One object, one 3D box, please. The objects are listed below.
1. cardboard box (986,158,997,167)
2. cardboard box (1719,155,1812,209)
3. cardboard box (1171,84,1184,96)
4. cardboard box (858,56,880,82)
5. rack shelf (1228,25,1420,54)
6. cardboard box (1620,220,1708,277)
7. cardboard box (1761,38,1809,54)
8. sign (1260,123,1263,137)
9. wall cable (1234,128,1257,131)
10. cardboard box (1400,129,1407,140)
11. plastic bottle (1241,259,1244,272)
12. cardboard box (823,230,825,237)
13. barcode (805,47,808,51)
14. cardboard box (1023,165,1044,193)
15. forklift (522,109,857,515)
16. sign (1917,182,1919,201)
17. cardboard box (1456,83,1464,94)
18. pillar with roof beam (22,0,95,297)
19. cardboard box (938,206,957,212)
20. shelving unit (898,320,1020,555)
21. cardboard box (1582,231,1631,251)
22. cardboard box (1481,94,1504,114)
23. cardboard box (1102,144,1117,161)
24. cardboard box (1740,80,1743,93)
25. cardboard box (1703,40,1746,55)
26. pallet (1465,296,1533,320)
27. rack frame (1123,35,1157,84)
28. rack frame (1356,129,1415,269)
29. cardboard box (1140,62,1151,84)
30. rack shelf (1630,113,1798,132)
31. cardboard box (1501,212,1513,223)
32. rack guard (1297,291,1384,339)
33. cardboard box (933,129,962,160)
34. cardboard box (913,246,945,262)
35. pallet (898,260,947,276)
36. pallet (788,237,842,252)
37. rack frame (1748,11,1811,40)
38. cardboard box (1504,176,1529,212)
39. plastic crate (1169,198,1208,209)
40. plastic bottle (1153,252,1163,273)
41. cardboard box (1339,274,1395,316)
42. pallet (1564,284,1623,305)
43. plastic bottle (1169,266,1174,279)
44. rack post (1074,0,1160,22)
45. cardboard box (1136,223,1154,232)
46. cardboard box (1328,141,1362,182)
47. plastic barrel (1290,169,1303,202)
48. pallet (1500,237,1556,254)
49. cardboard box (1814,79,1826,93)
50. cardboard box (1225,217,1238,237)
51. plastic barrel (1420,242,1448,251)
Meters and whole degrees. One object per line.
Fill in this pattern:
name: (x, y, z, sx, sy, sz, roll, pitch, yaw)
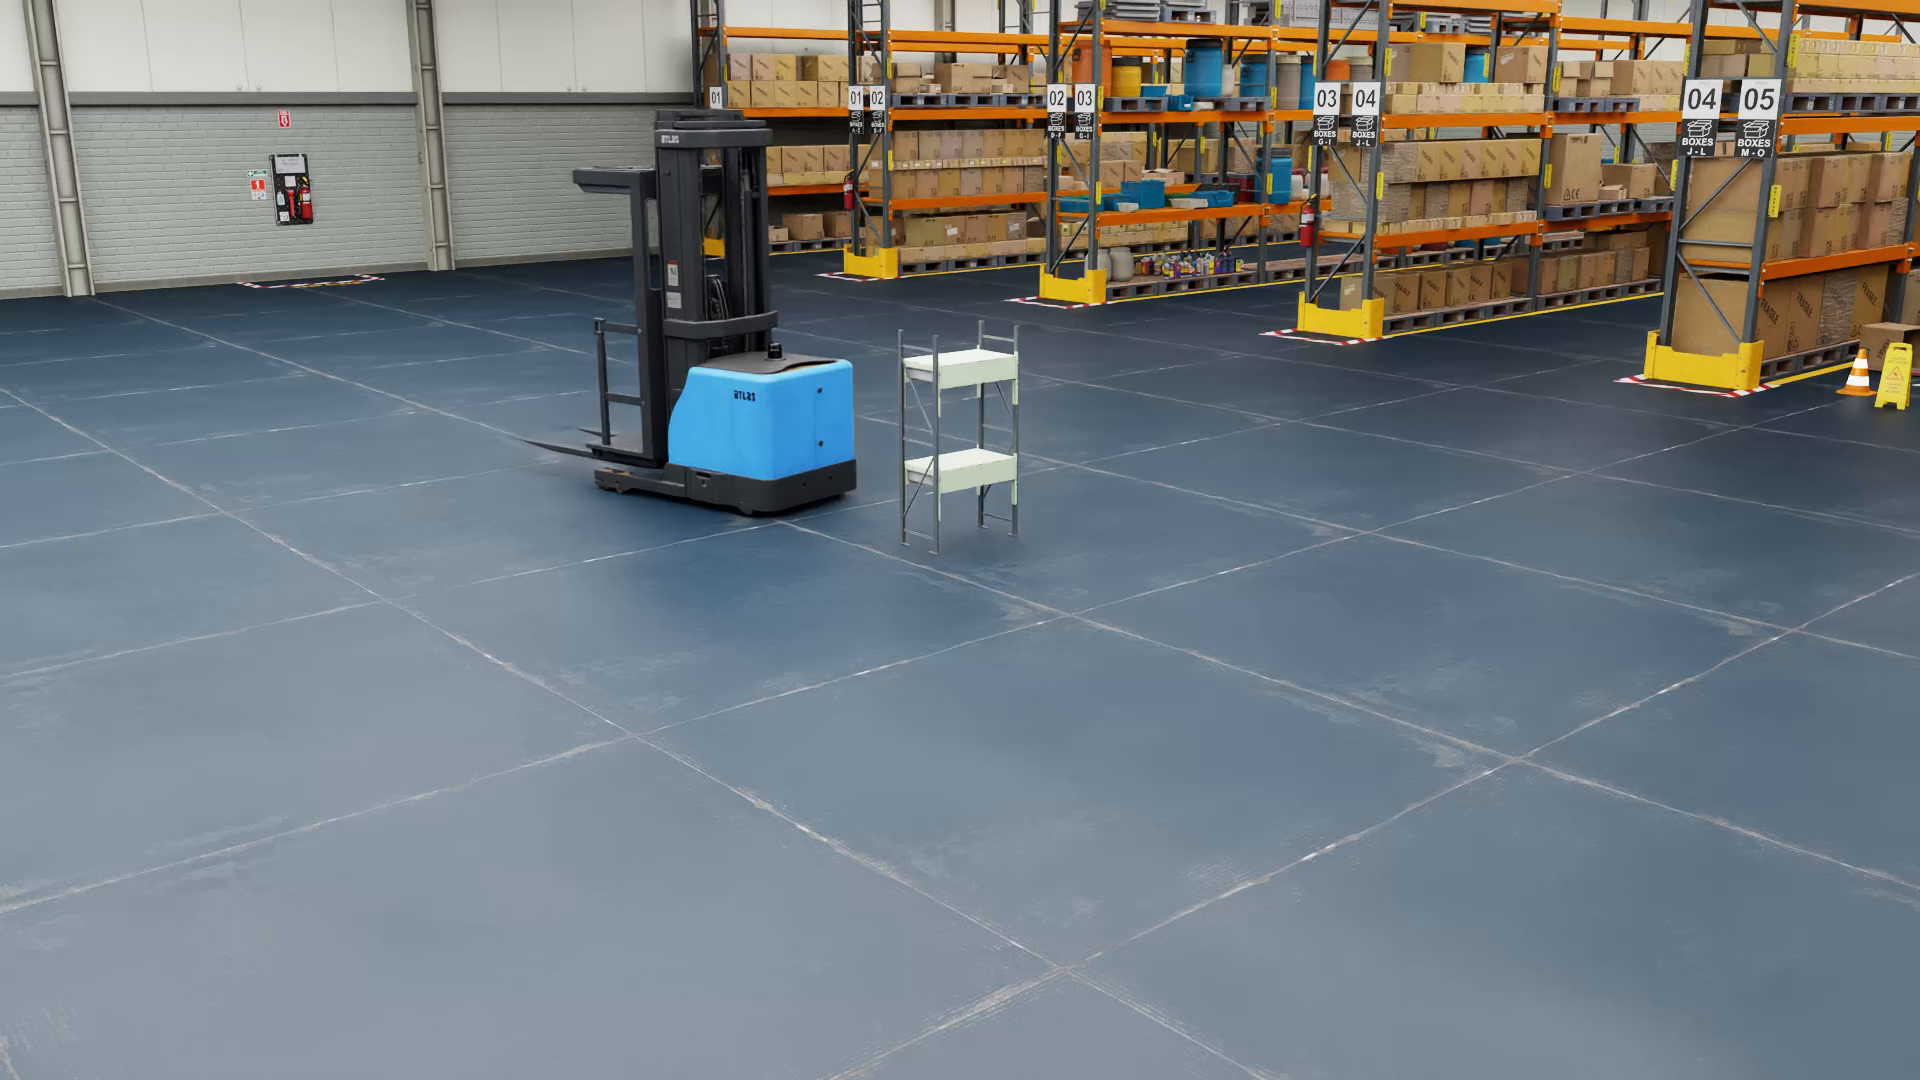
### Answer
cardboard box: (0.447, -6.835, 30.074, 0.250, 0.149, 0.380, -12, 19, -38)
cardboard box: (8.793, -3.947, 18.330, 0.550, 0.550, 0.875, -13, 19, -39)
cardboard box: (4.183, -8.945, 33.090, 0.500, 0.250, 0.500, 14, 21, 43)
cardboard box: (-1.984, -9.592, 33.865, 0.500, 0.500, 0.500, 14, 20, 42)
rack shelf: (6.228, -8.507, 28.330, 4.000, 0.370, 1.077, -13, 19, -39)
cardboard box: (11.523, -4.813, 27.261, 0.875, 0.875, 1.225, -14, 20, -42)
cardboard box: (8.594, -5.145, 17.321, 0.250, 0.149, 0.380, -12, 19, -39)
sign: (7.614, -10.338, 41.938, 0.005, 0.325, 0.100, -13, 19, -39)
wall cable: (7.614, -10.664, 43.893, 1.851, 1.984, 0.084, -13, 19, -39)
cardboard box: (9.987, -9.125, 37.969, 0.500, 0.500, 0.500, -12, 19, -38)
plastic bottle: (4.650, -4.549, 27.538, 0.097, 0.201, 0.097, 0, 15, 0)
cardboard box: (-3.004, -6.308, 34.223, 0.380, 0.149, 0.250, 14, 20, 42)
barcode: (-3.115, -9.955, 33.711, 0.075, 0.075, 0.001, -13, 19, -39)
cardboard box: (1.140, -6.748, 31.005, 0.500, 0.500, 0.700, -13, 20, -41)
forklift: (-2.293, -1.884, 13.122, 3.031, 2.935, 1.130, 11, 18, 35)
sign: (11.516, -4.212, 19.877, 0.005, 0.325, 0.100, -13, 19, -39)
cardboard box: (6.474, -6.005, 22.124, 0.250, 0.149, 0.380, -13, 20, -40)
pillar with roof beam: (-11.068, -7.376, 21.927, 0.400, 9.000, 9.100, -13, 19, -39)
cardboard box: (-0.471, -7.048, 36.315, 0.500, 0.500, 0.700, -12, 19, -39)
shelving unit: (-0.005, -0.723, 11.552, 0.755, 1.500, 0.431, -13, 19, -39)
cardboard box: (10.109, -4.680, 25.997, 0.500, 0.250, 0.500, -10, 18, -33)
cardboard box: (7.016, -5.921, 22.584, 0.500, 0.250, 0.500, -13, 20, -40)
cardboard box: (3.305, -8.997, 38.812, 0.500, 0.500, 0.500, -13, 19, -39)
cardboard box: (8.352, -4.930, 18.061, 0.250, 0.149, 0.380, -12, 19, -39)
cardboard box: (8.164, -5.274, 17.802, 0.250, 0.149, 0.380, -12, 19, -39)
pallet: (7.487, -3.379, 23.990, 1.213, 0.211, 1.003, -13, 19, -39)
rack frame: (4.251, -11.993, 39.211, 0.127, 3.000, 1.000, -13, 19, -39)
rack frame: (7.737, -6.488, 30.228, 0.127, 3.000, 1.000, -13, 19, -39)
cardboard box: (4.625, -11.249, 40.067, 0.500, 0.500, 0.500, -13, 20, -40)
rack shelf: (12.497, -6.965, 27.592, 4.000, 0.370, 1.077, -13, 19, -39)
cardboard box: (7.579, -4.560, 23.497, 0.250, 0.149, 0.380, -13, 19, -39)
rack guard: (5.011, -2.974, 21.915, 0.348, 0.500, 1.175, -13, 19, -39)
cardboard box: (-0.373, -7.034, 29.565, 0.500, 0.500, 0.700, -13, 19, -39)
cardboard box: (-0.621, -5.105, 29.565, 0.500, 0.250, 0.500, -13, 19, -39)
pallet: (-0.997, -4.889, 29.642, 1.213, 0.211, 1.003, -13, 19, -39)
pallet: (-3.188, -6.064, 34.042, 1.213, 0.211, 1.003, -13, 19, -39)
rack frame: (14.006, -9.100, 28.381, 0.127, 3.000, 1.000, -13, 19, -39)
cardboard box: (7.591, -4.974, 23.790, 0.500, 0.500, 0.875, -13, 19, -39)
plastic crate: (3.661, -5.359, 26.511, 0.437, 0.136, 0.530, -13, 19, -39)
plastic bottle: (3.235, -4.552, 27.260, 0.185, 0.351, 0.144, -12, 19, -37)
cardboard box: (5.435, -3.267, 22.197, 0.500, 0.500, 0.500, -9, 17, -29)
pallet: (9.478, -3.839, 25.714, 1.213, 0.211, 1.003, -13, 19, -39)
plastic bottle: (3.352, -4.258, 26.447, 0.097, 0.201, 0.097, 0, 15, 0)
rack post: (2.356, -7.893, 24.831, 0.954, 0.300, 0.937, -10, 18, -33)
cardboard box: (3.484, -6.288, 32.905, 0.500, 0.311, 0.500, -13, 20, -40)
cardboard box: (5.206, -4.985, 21.893, 0.500, 0.500, 0.500, -13, 19, -39)
plastic barrel: (5.585, -5.996, 28.121, 0.433, 0.535, 0.433, 0, 15, 0)
pallet: (11.284, -5.951, 33.619, 1.213, 0.211, 1.003, -13, 19, -39)
cardboard box: (8.983, -4.846, 17.748, 0.250, 0.149, 0.380, -13, 19, -39)
cardboard box: (5.410, -6.569, 34.523, 0.500, 0.500, 0.500, -14, 20, -41)
plastic barrel: (8.947, -5.804, 31.524, 0.708, 0.588, 0.600, -13, 19, -39)
